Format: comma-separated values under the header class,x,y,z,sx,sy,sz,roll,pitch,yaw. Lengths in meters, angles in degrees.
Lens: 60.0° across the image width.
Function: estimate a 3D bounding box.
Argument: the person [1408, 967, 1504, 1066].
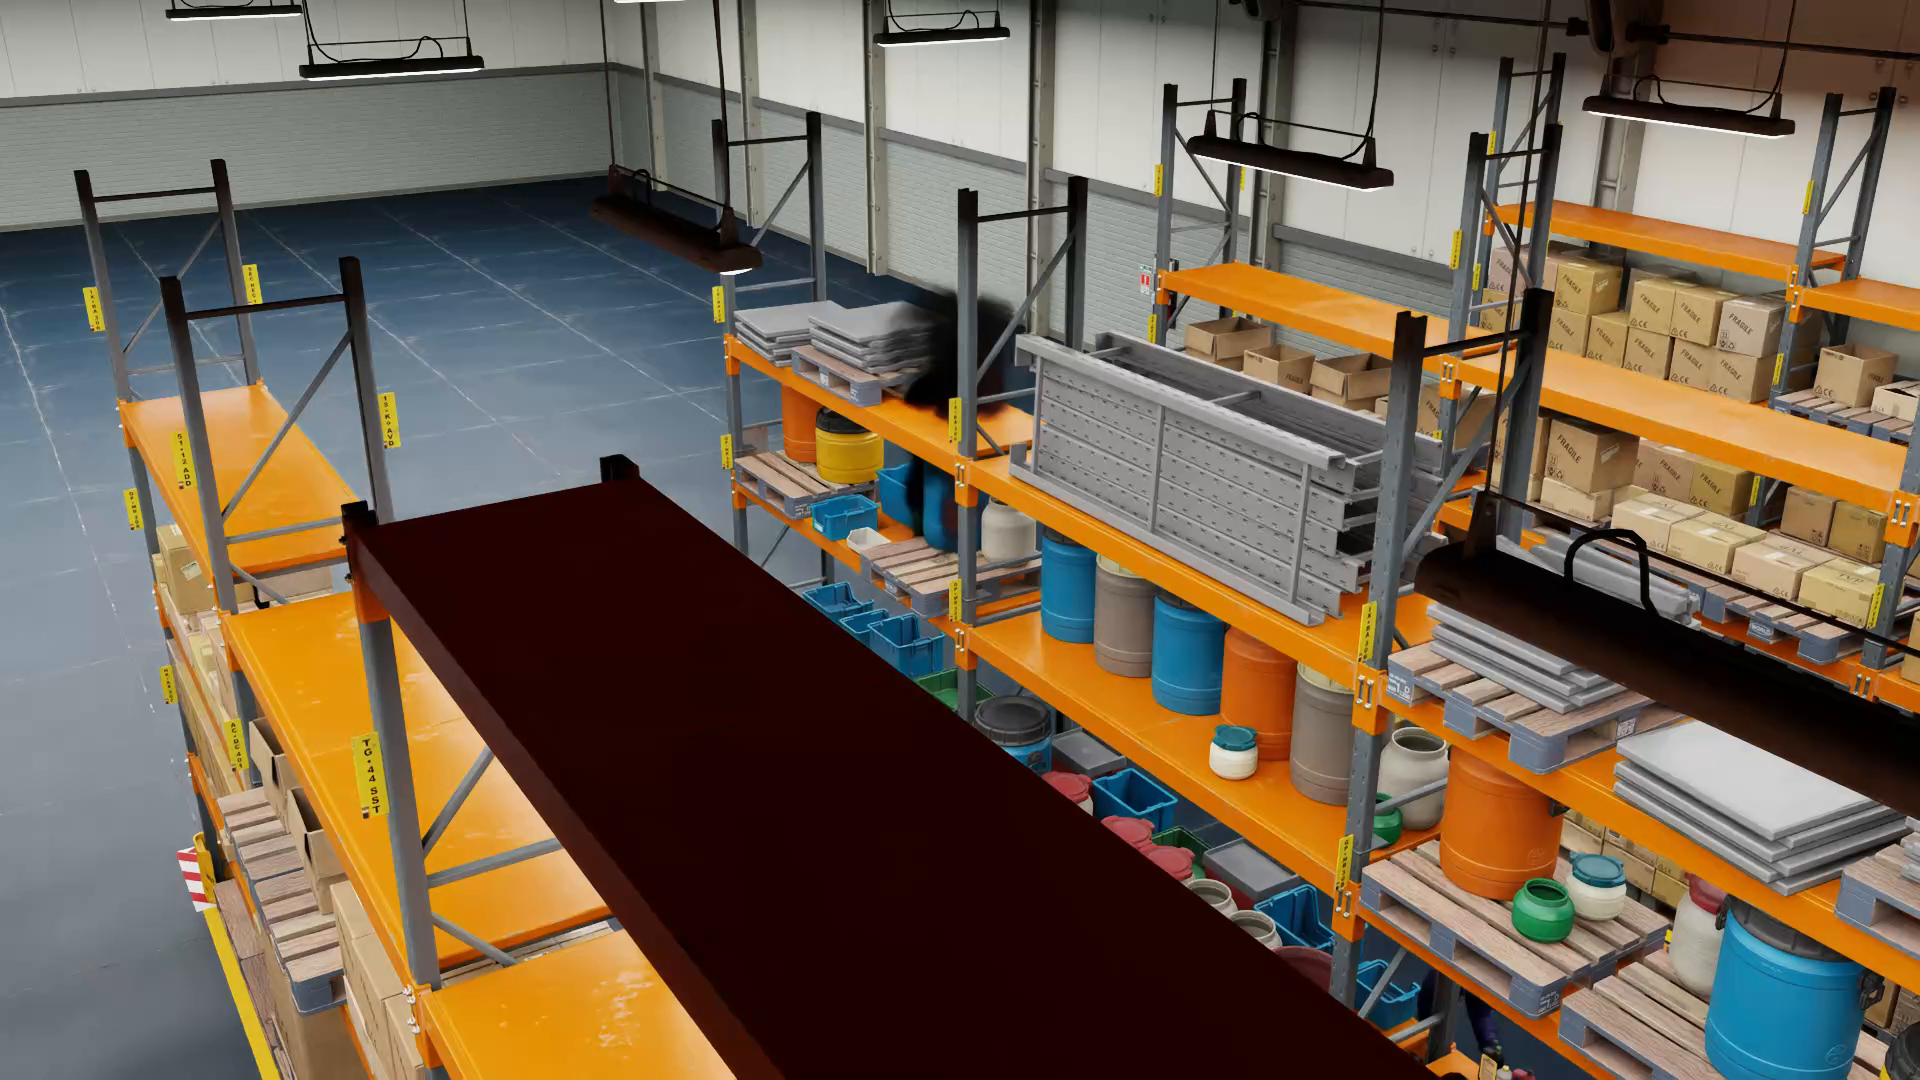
class,x,y,z,sx,sy,sz,roll,pitch,yaw
person,3.524,3.051,11.585,0.569,1.707,0.841,-10,24,-24
